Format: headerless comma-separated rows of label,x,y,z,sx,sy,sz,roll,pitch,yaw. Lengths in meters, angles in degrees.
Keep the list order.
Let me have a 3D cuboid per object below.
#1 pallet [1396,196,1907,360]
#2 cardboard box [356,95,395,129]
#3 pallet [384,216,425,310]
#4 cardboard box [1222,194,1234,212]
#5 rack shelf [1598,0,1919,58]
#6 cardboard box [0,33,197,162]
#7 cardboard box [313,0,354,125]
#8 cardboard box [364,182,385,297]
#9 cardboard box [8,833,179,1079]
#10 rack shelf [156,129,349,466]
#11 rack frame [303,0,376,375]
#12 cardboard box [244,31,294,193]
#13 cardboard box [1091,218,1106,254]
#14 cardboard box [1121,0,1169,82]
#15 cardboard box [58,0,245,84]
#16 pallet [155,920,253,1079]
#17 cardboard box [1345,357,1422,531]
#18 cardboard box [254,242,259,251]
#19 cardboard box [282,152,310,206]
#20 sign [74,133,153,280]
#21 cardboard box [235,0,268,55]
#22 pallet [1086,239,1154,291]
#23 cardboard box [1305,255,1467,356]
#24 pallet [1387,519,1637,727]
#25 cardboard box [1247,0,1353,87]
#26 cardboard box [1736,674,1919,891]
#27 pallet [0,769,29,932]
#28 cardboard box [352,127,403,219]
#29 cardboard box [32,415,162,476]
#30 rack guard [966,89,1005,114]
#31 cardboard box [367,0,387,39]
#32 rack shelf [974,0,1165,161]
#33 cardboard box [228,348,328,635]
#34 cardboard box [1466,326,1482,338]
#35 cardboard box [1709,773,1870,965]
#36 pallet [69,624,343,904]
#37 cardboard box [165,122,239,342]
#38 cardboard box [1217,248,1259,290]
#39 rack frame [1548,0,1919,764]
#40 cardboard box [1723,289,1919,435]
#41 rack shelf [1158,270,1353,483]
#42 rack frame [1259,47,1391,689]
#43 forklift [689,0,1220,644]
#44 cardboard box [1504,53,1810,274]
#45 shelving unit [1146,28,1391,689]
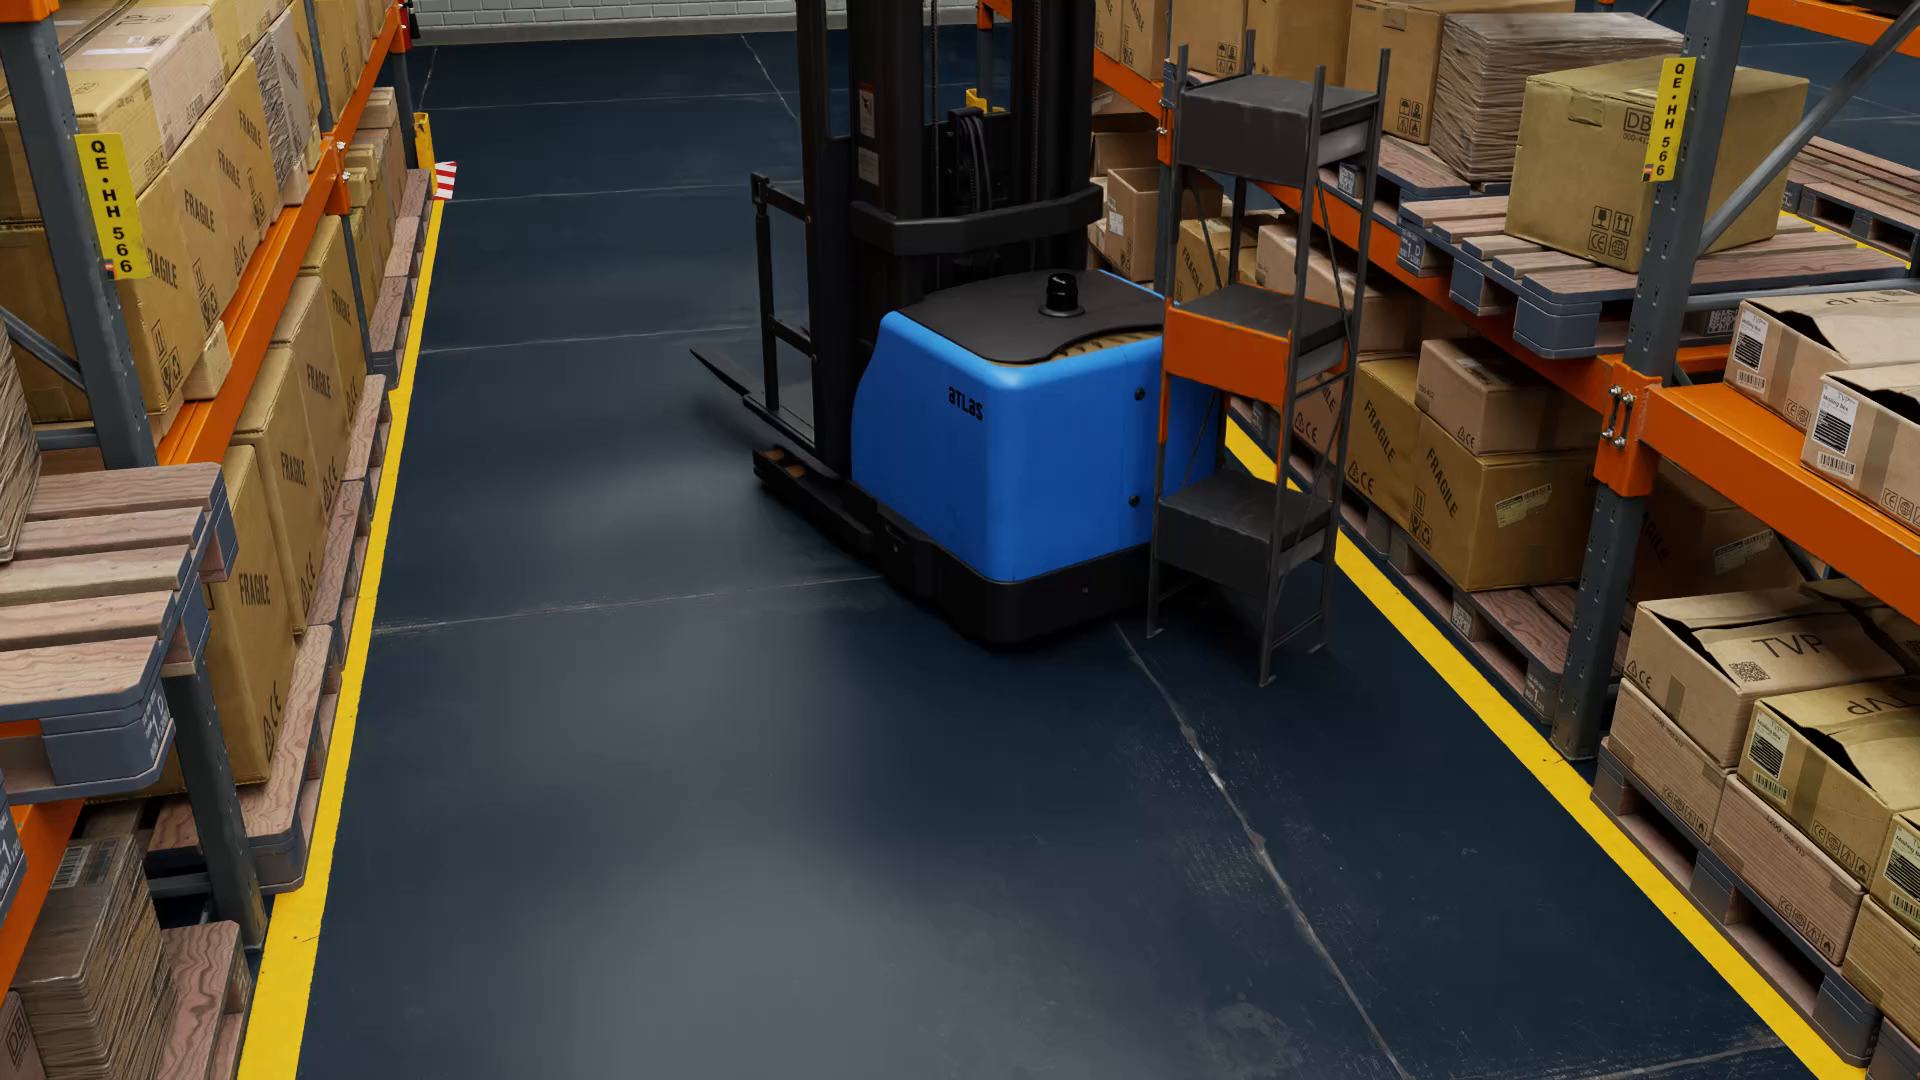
pallet,2.203,-0.904,5.425,1.213,0.211,1.003,-6,27,-12
cardboard box,-3.684,-2.620,10.201,0.380,0.149,0.250,-5,27,-10
pallet,-3.677,-1.584,9.654,1.003,0.211,1.213,-6,27,-12
cardboard box,1.434,-1.972,9.983,0.380,0.166,0.250,-6,27,-12
rack shelf,5.898,-3.513,11.180,1.077,0.370,4.000,-6,27,-12
cardboard box,-2.375,-1.177,4.457,0.500,0.250,0.500,-6,27,-12
cardboard box,-3.409,-2.324,7.693,0.980,0.700,0.700,-6,27,-11
cardboard box,-3.482,-1.582,8.862,0.700,0.500,0.500,-6,27,-12
cardboard box,-2.188,1.036,3.655,0.700,0.500,0.500,-6,27,-11
rack shelf,-2.852,-0.751,5.708,1.077,0.370,4.000,-6,27,-12
rack frame,-3.303,-1.950,7.285,1.000,3.000,0.127,-6,27,-12
cardboard box,-2.724,-1.515,5.960,0.500,0.500,0.500,-6,27,-12
cardboard box,0.975,-1.759,9.581,0.380,0.149,0.250,-6,27,-12
cardboard box,1.160,-2.693,8.646,0.500,0.500,0.500,-6,27,-11
cardboard box,-2.612,-1.619,5.334,0.500,0.250,0.500,-7,28,-13
pallet,-2.227,1.394,3.755,1.003,0.211,1.213,-6,27,-12
cardboard box,1.868,-0.393,6.487,0.500,0.500,0.500,-7,28,-13
cardboard box,-2.659,-1.048,5.753,0.380,0.149,0.250,-5,27,-10
cardboard box,-2.740,-1.391,6.433,0.380,0.149,0.250,-6,27,-12
sign,-1.875,-0.735,3.680,0.100,0.325,0.005,-6,27,-12
cardboard box,-2.728,-1.843,5.777,0.500,0.250,0.500,-5,27,-11
pallet,1.369,-1.512,9.511,1.003,0.211,1.213,-6,27,-12
cardboard box,1.733,-0.974,6.804,0.500,0.250,0.500,-6,27,-13
pallet,2.292,0.214,6.091,1.003,0.211,1.213,-6,27,-12
cardboard box,1.628,-2.161,7.126,0.700,0.500,0.500,-2,27,-3
cardboard box,2.382,0.580,4.235,0.500,0.311,0.500,-7,28,-13
pallet,-1.916,0.756,2.136,1.003,0.211,1.213,-6,27,-12
cardboard box,-3.836,-2.261,10.209,0.700,0.500,0.500,-6,27,-12
cardboard box,-2.250,-0.259,4.191,0.380,0.149,0.250,-6,27,-12
rack guard,0.638,-3.062,12.261,1.175,0.500,0.348,-6,27,-12
cardboard box,-3.905,-3.299,9.625,0.980,0.700,0.700,-6,27,-12
rack shelf,1.072,-3.012,10.187,1.077,0.370,4.000,-6,27,-12
cardboard box,-2.631,-0.144,5.625,0.750,0.750,0.750,-6,27,-12
cardboard box,2.245,-0.687,7.068,0.500,0.500,0.500,-7,28,-13
cardboard box,2.370,0.821,4.379,0.500,0.250,0.500,-7,28,-13
pallet,-2.506,0.697,5.135,1.003,0.211,1.213,-6,27,-12
cardboard box,-2.371,-0.851,4.643,0.500,0.500,0.500,-5,27,-10
cardboard box,1.525,-1.065,7.818,0.500,0.500,0.500,-6,27,-11
rack frame,2.424,-0.699,4.806,1.000,3.000,0.127,-6,27,-12
cardboard box,2.463,-0.495,4.501,0.500,0.311,0.500,-4,27,-8
rack shelf,0.991,-0.555,5.548,0.480,0.518,0.431,23,35,38
rack frame,1.170,-0.493,5.393,0.015,2.100,0.400,23,35,38
forklift,-0.234,-1.562,6.592,1.130,2.935,3.031,-16,31,-29
cardboard box,2.172,-1.196,5.214,0.700,0.500,0.500,-16,31,-29
shelving unit,0.991,-0.567,5.542,0.503,2.100,0.431,23,35,38
